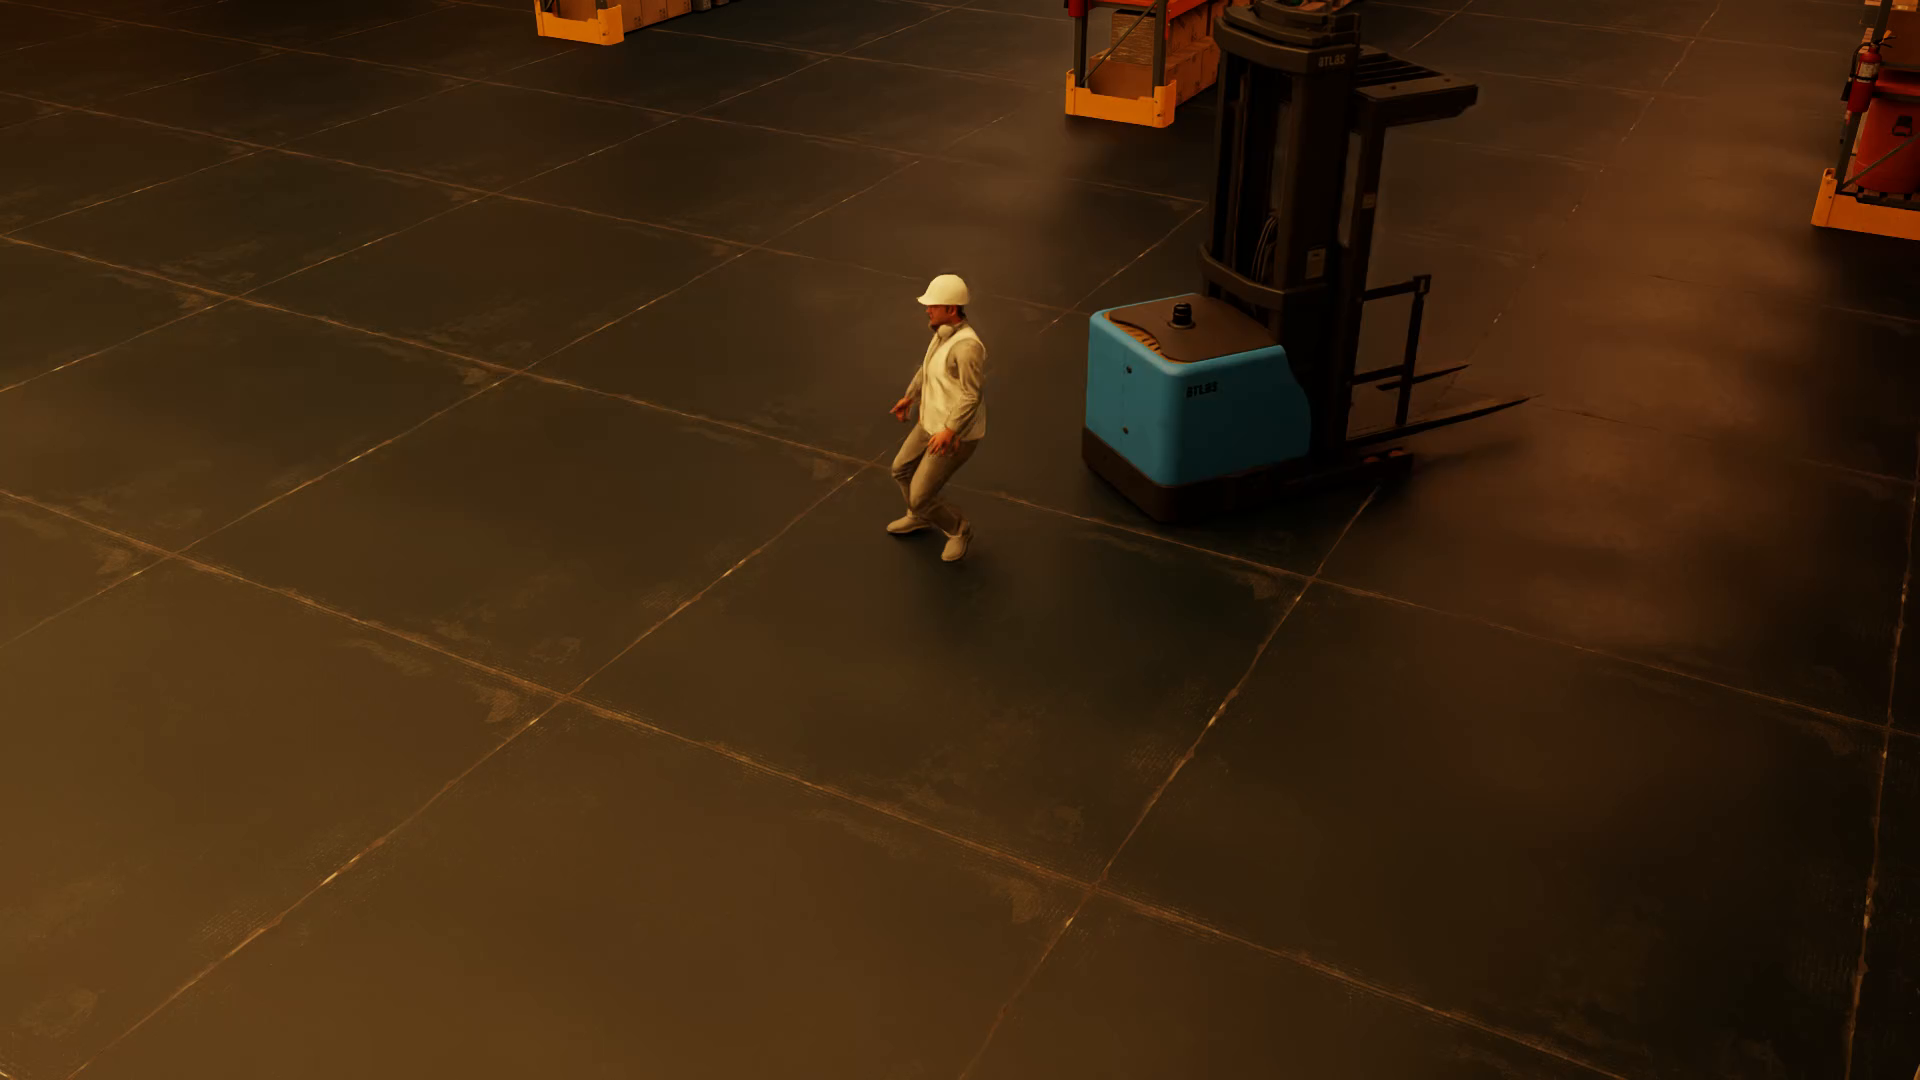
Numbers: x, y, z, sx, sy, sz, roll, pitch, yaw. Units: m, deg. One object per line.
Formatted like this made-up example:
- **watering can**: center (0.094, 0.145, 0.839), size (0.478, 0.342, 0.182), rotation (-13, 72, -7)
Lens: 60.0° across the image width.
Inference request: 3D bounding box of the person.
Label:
- **person**: center (-0.141, -0.704, 9.547), size (0.506, 1.686, 0.795), rotation (-9, 31, -16)

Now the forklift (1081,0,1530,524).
- **forklift**: center (2.344, -1.861, 10.295), size (3.031, 2.935, 1.130), rotation (-14, 33, -22)
